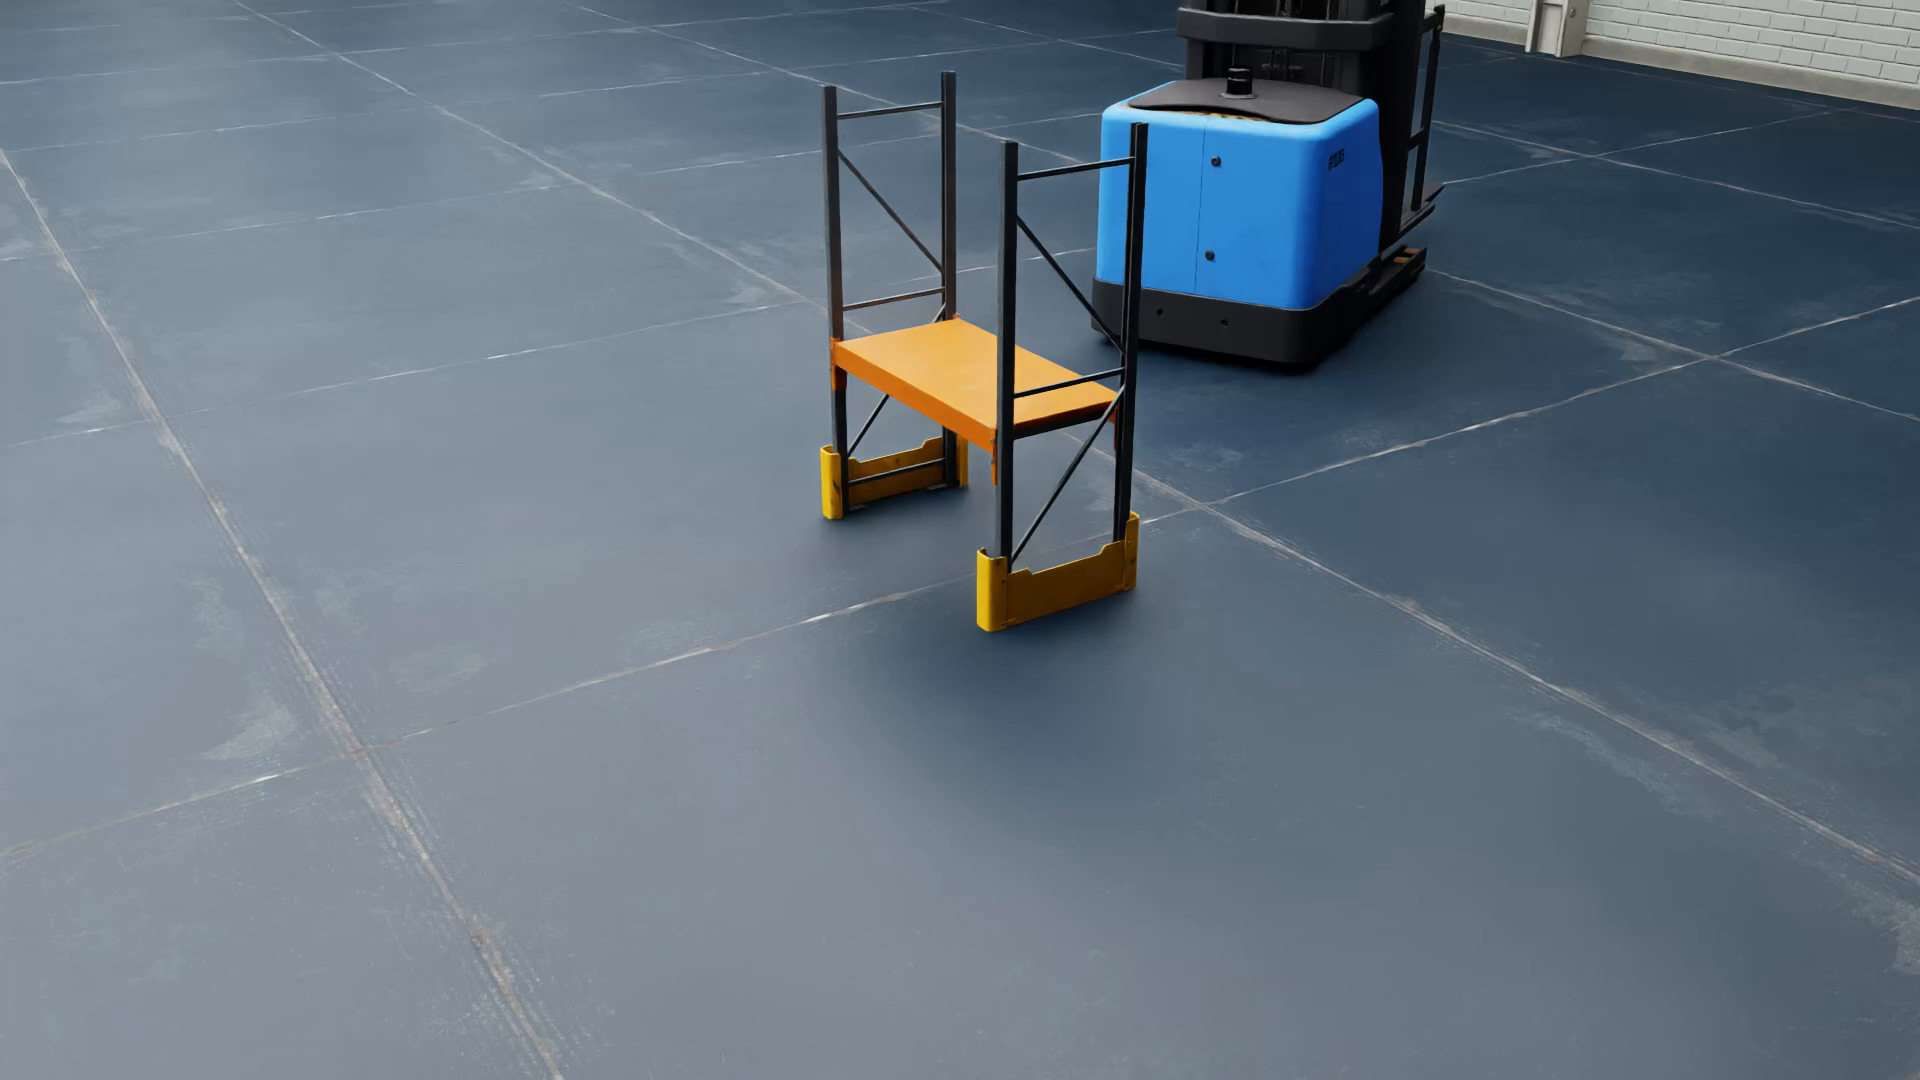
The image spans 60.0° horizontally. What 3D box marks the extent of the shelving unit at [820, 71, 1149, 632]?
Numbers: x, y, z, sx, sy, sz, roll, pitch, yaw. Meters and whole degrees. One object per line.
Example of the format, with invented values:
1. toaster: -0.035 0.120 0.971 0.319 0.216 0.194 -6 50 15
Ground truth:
1. shelving unit: 0.042 -0.651 5.372 0.587 1.500 1.083 -16 29 -30

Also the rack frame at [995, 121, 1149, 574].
1. rack frame: 0.324 -0.466 4.980 0.500 1.500 0.032 -16 29 -30

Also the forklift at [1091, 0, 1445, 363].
1. forklift: 1.758 -2.681 7.997 1.130 2.935 3.031 13 28 26

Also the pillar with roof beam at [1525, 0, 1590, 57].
1. pillar with roof beam: 1.803 -7.509 11.114 9.100 9.000 0.400 -16 29 -30

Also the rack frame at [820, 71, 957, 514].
1. rack frame: -0.231 -0.830 5.750 0.500 1.500 0.032 -16 29 -30

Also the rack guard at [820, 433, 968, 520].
1. rack guard: -0.230 -0.264 6.016 0.587 0.250 0.087 -16 29 -30

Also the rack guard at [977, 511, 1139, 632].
1. rack guard: 0.313 0.092 5.262 0.587 0.250 0.087 -16 29 -30

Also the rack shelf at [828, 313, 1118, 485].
1. rack shelf: 0.047 -0.485 5.442 0.538 0.185 1.000 -16 29 -30
